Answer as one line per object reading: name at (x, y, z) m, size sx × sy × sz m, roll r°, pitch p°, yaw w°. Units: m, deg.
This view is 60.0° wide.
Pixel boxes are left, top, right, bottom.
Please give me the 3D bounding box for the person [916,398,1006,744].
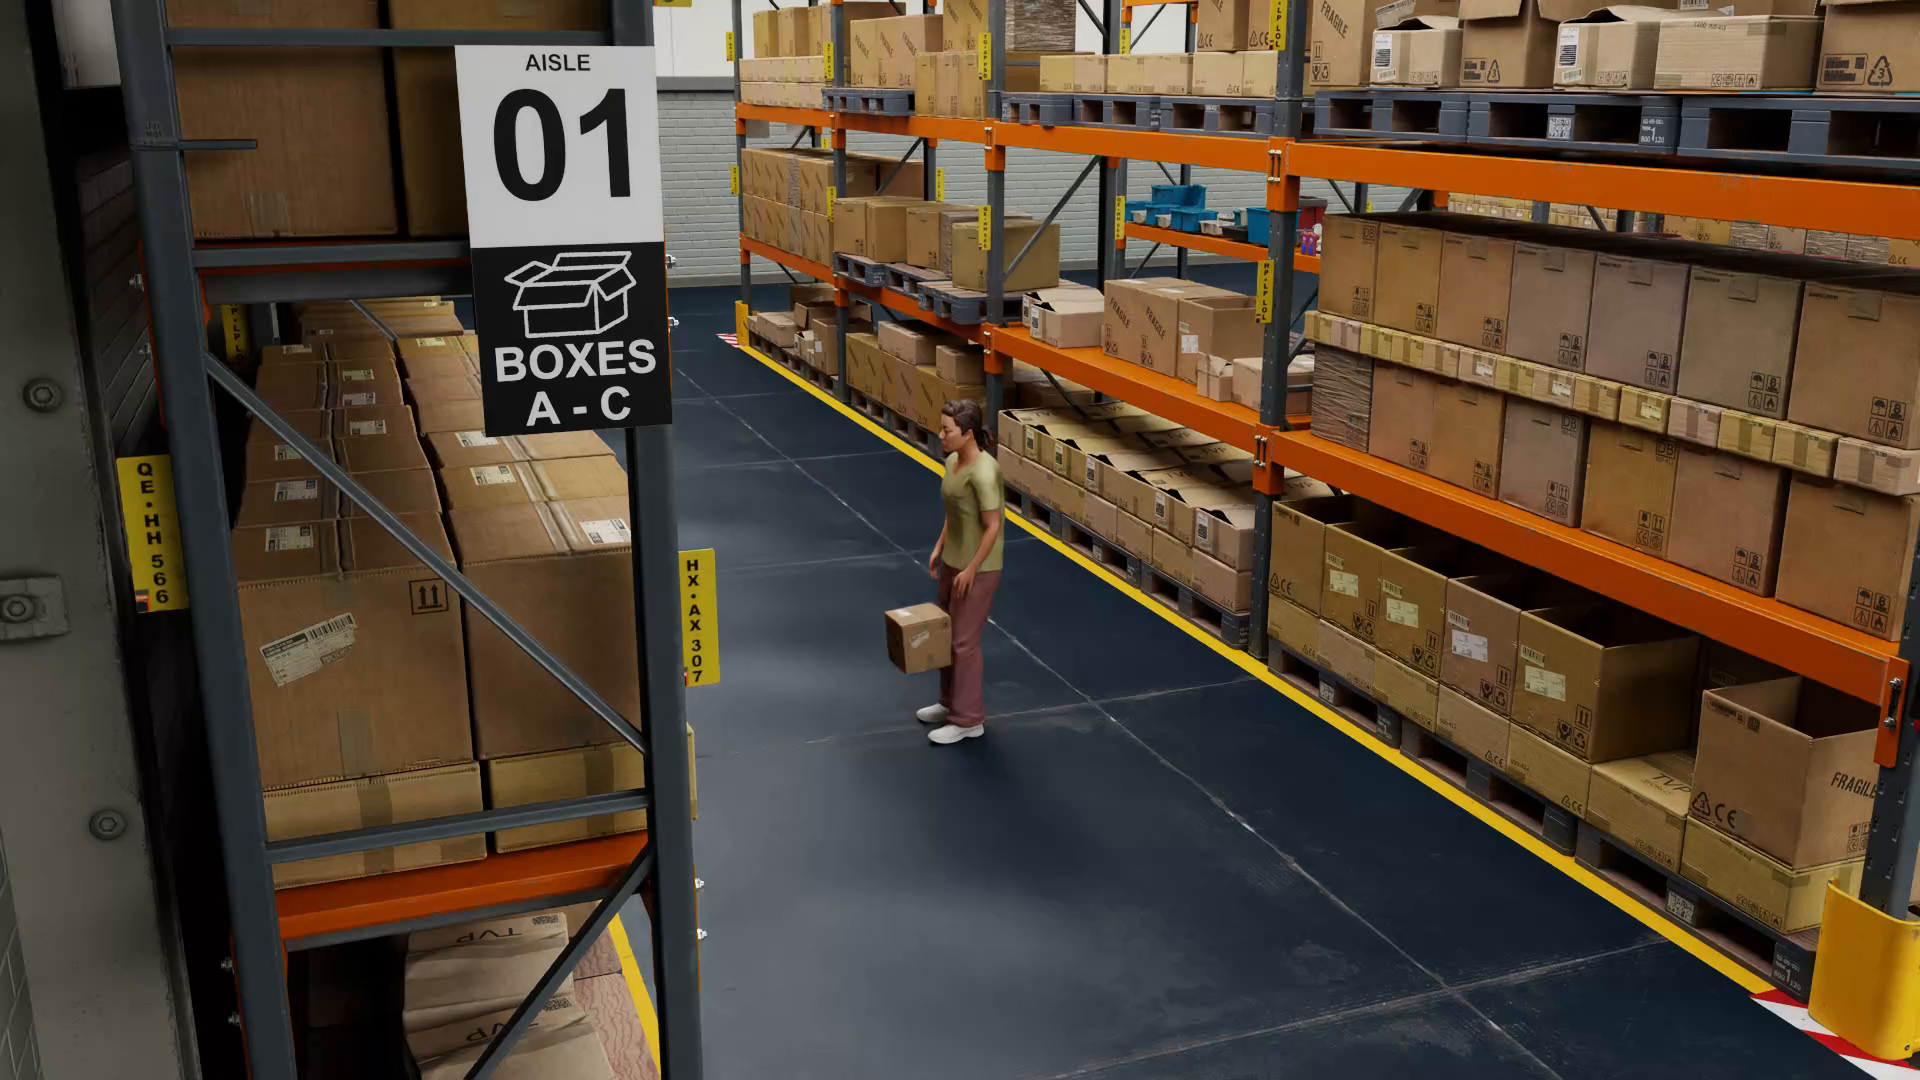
person at (-0.008, 0.142, 8.018) m, size 0.402 × 1.676 × 0.481 m, roll -6°, pitch 17°, yaw -22°
